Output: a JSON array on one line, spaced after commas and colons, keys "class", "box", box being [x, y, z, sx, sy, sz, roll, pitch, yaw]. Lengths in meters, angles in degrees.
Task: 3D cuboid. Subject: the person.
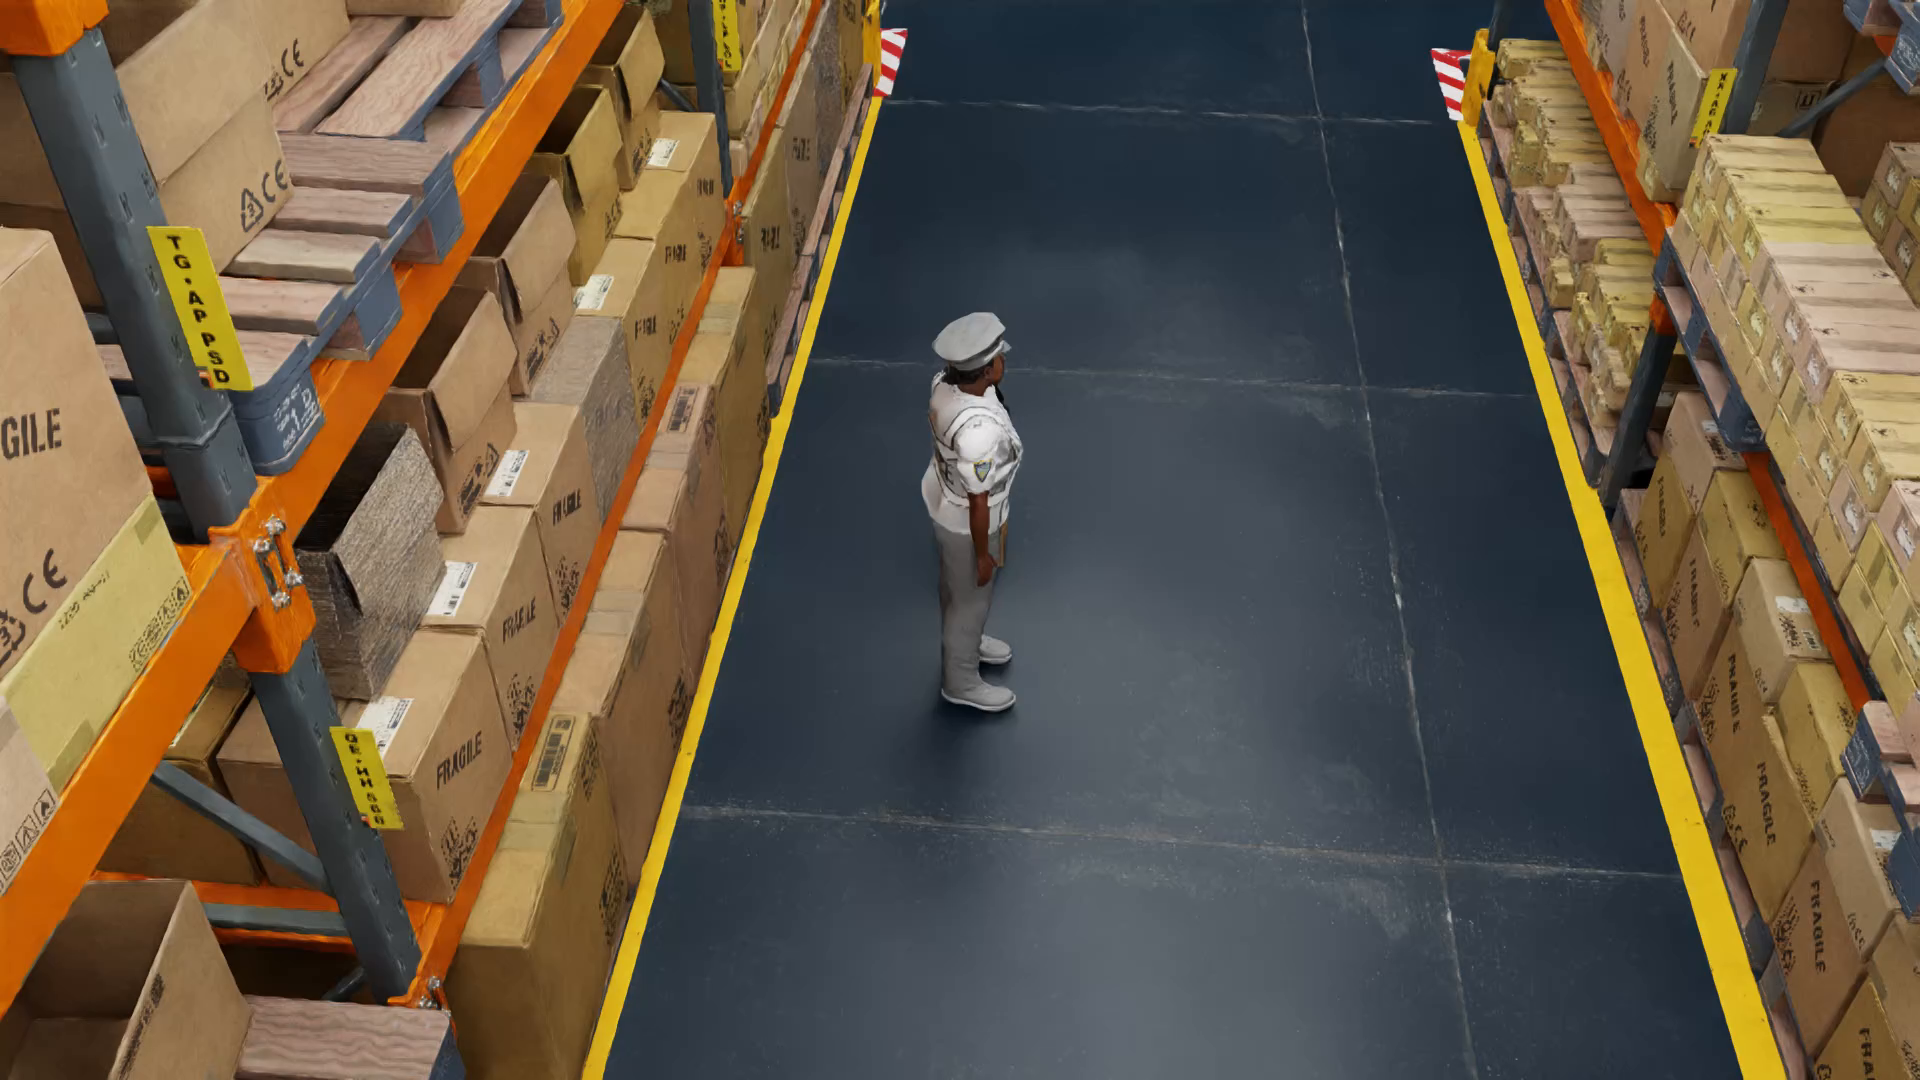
[{"class": "person", "box": [0.045, -0.102, 6.230, 0.364, 1.691, 0.502, -8, 41, -9]}]
